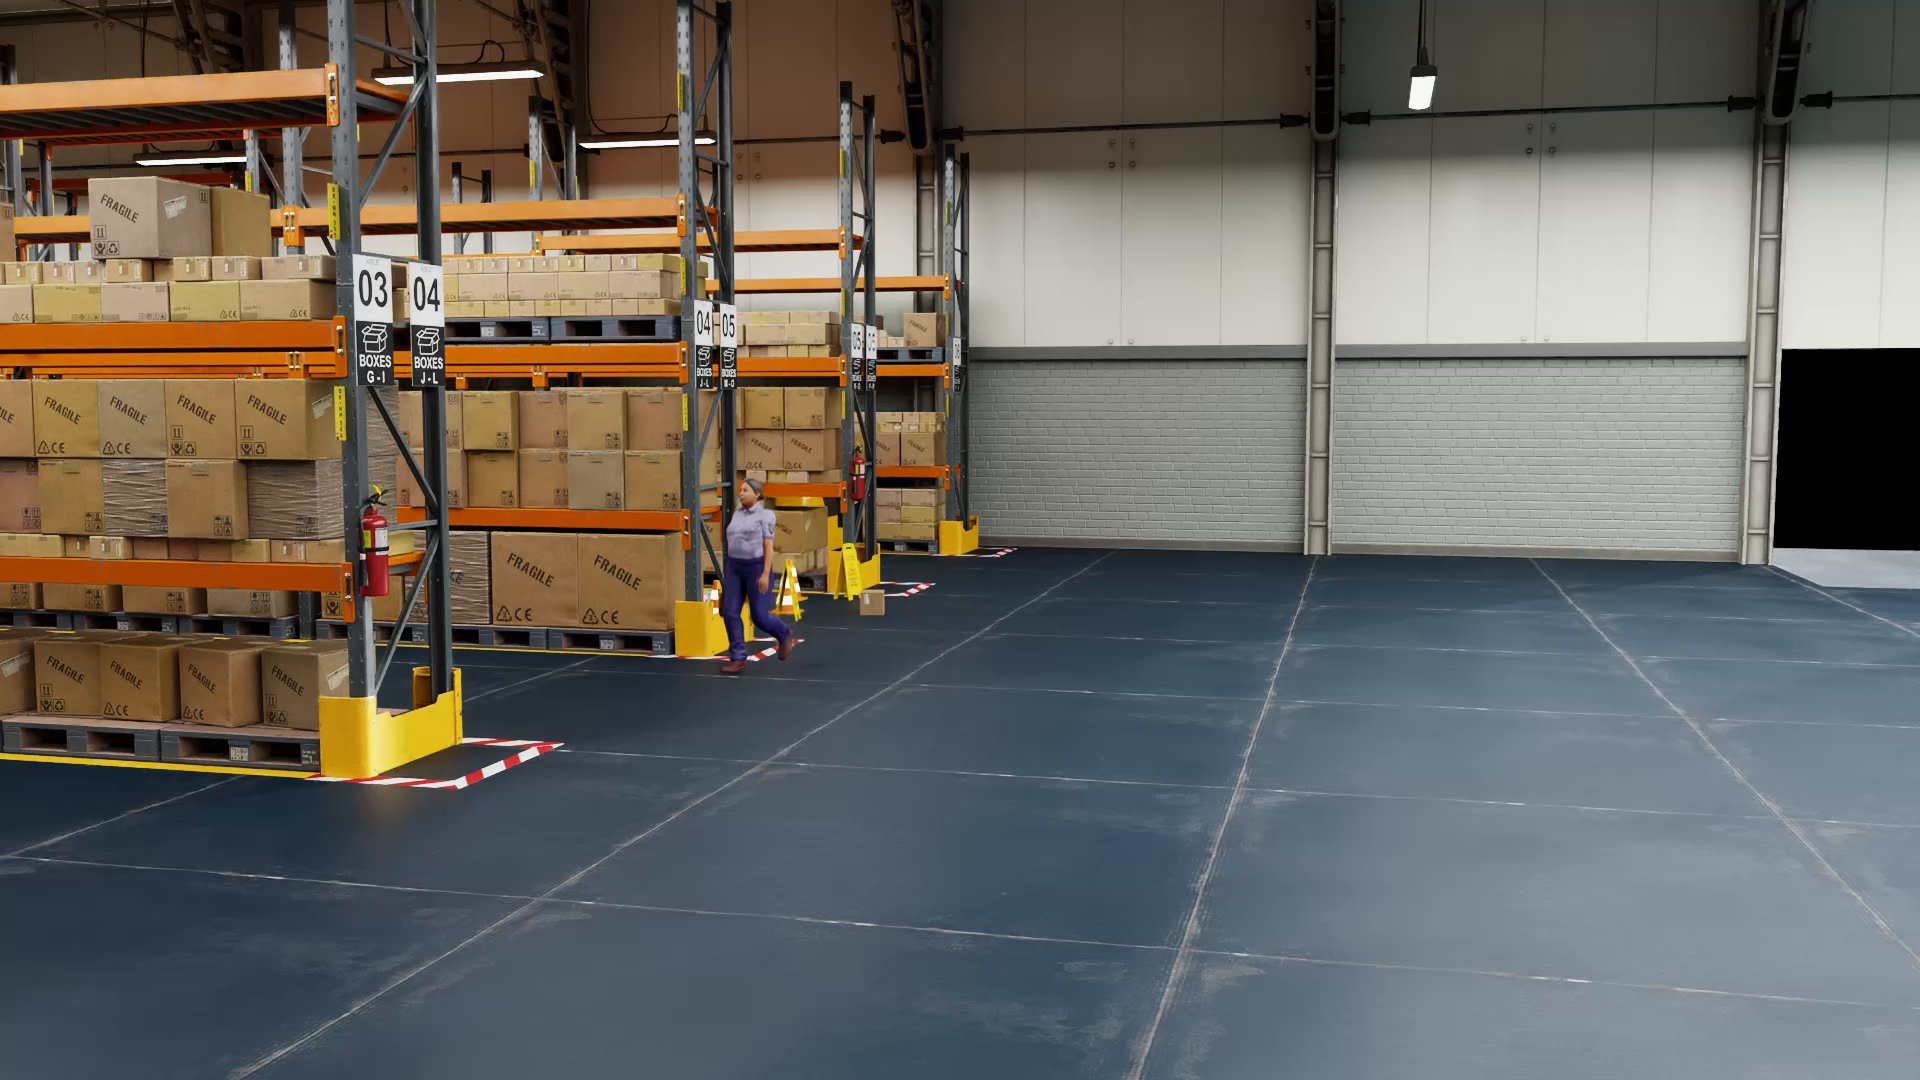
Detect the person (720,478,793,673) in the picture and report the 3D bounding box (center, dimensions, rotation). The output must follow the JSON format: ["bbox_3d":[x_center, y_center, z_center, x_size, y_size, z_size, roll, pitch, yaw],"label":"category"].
[{"bbox_3d":[-1.759,0.288,14.141,0.471,1.626,0.704,3,6,30],"label":"person"}]
